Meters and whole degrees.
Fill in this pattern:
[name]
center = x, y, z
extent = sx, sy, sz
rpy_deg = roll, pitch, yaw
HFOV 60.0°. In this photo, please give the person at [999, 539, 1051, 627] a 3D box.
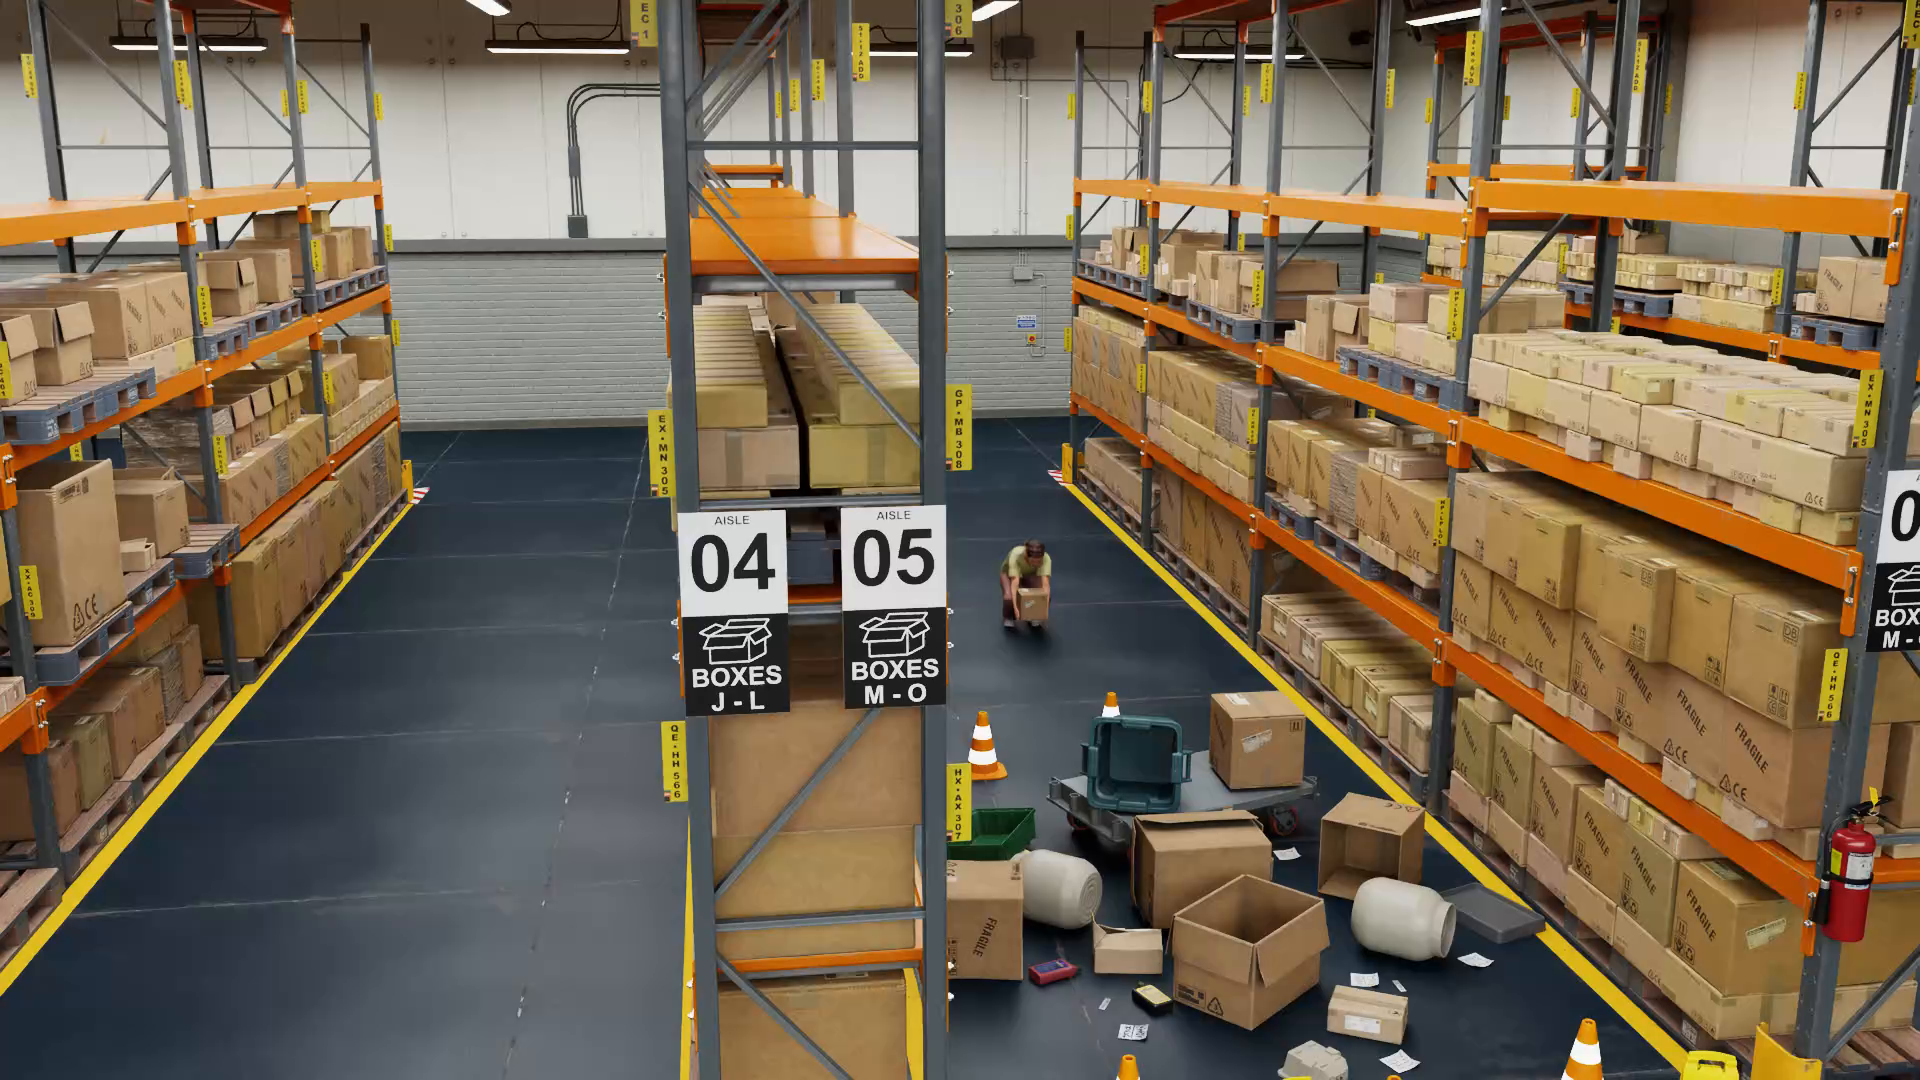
[person]
center = 0.628, 0.398, 15.938
extent = 0.461, 0.932, 0.830
rpy_deg = -2, 13, -10
